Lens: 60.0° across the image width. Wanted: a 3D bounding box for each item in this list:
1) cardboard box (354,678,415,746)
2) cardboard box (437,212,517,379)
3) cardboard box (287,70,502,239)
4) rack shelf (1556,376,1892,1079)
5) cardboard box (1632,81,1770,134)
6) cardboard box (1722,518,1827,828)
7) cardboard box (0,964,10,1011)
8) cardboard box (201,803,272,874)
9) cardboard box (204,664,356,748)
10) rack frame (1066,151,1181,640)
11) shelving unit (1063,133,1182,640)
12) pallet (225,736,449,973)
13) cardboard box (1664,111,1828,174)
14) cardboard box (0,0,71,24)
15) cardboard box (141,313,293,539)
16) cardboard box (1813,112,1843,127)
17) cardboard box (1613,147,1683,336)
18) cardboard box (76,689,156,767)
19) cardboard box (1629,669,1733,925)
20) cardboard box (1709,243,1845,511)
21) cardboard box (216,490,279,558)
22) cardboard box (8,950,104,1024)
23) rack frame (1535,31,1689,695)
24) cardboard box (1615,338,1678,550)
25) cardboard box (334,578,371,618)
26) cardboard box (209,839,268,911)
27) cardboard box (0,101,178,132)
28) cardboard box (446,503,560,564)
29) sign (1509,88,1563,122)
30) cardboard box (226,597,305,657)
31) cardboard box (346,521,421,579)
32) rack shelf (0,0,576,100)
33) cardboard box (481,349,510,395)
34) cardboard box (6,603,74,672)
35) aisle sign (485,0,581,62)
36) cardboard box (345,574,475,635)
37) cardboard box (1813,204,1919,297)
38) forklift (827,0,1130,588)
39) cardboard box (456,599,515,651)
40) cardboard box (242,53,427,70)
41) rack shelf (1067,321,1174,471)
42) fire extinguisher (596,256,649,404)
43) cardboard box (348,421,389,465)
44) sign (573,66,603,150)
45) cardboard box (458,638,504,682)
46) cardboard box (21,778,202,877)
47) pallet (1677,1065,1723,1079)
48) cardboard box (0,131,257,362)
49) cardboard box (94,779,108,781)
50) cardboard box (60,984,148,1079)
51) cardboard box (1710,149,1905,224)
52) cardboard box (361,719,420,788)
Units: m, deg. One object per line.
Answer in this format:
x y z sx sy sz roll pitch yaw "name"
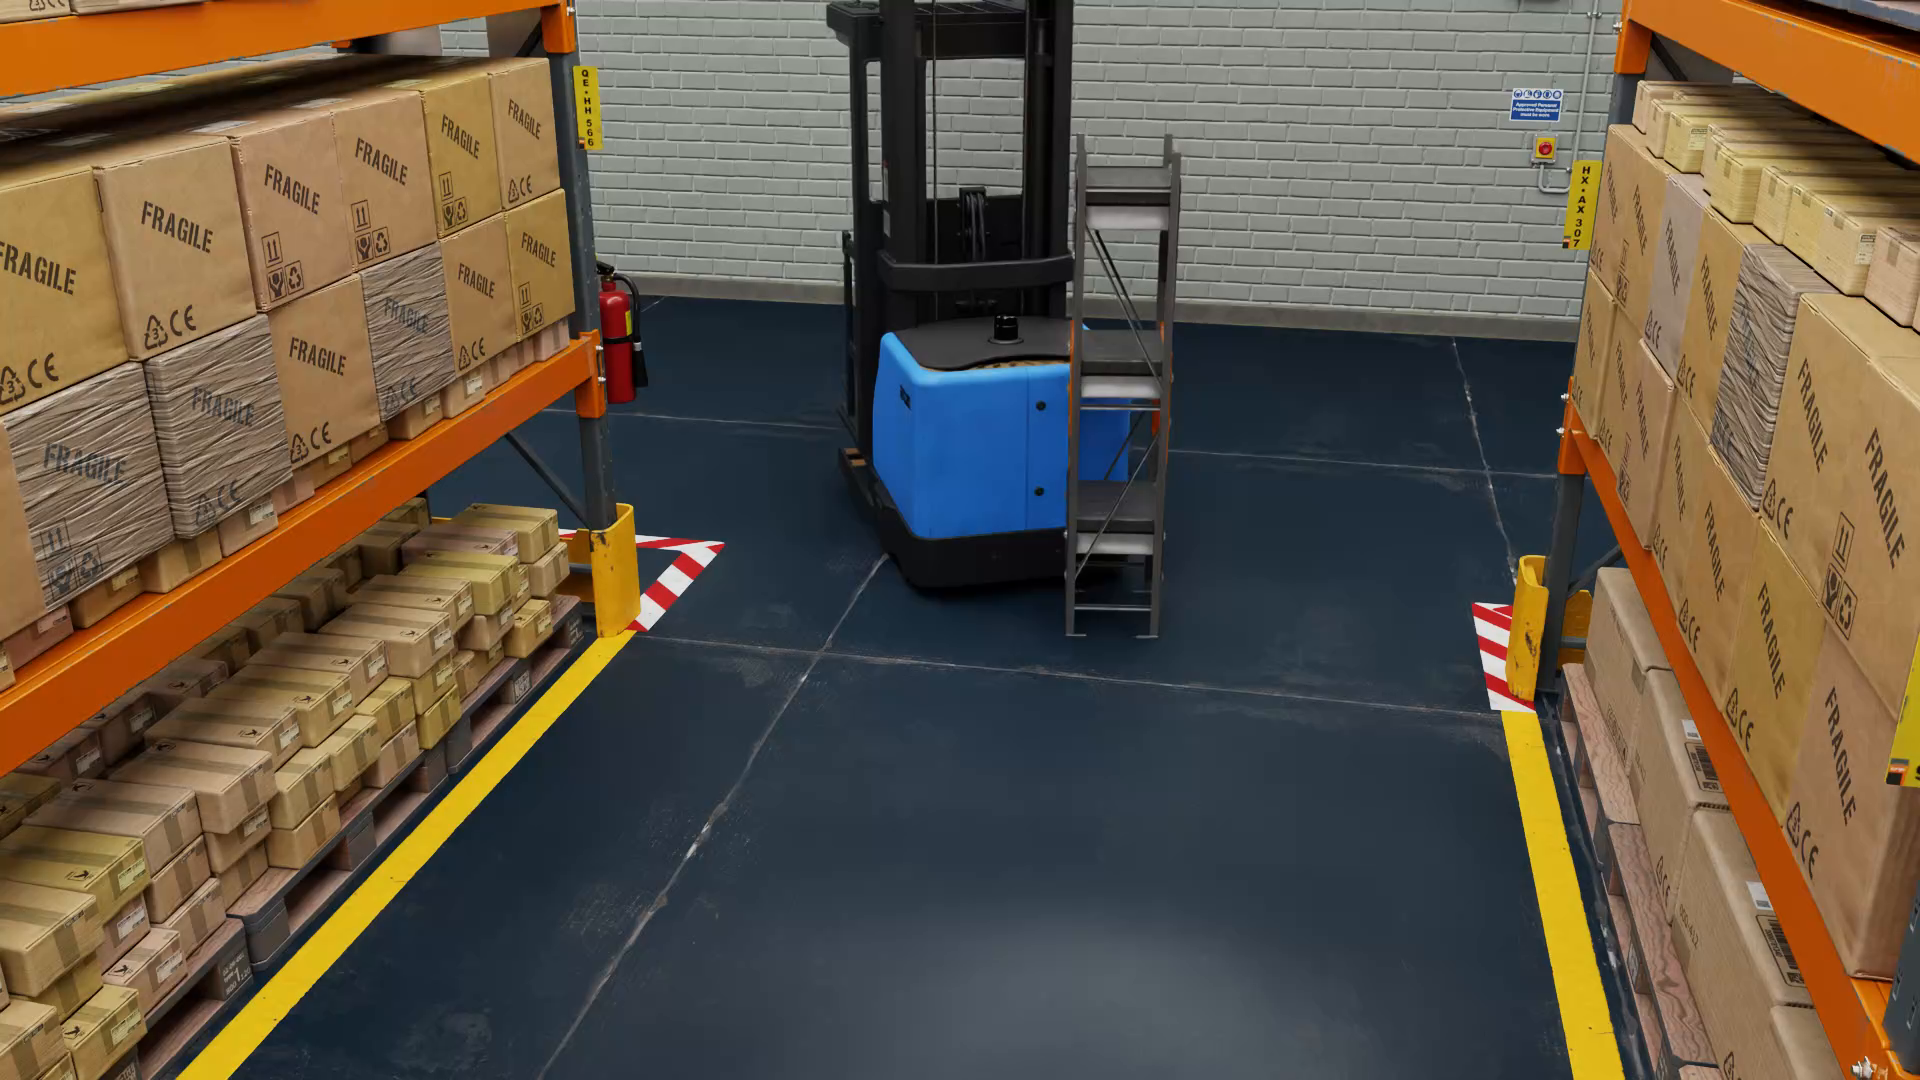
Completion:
-2.123 0.584 5.745 0.380 0.149 0.250 6 23 14 "cardboard box"
-1.977 -0.906 6.056 0.500 0.500 0.500 4 22 10 "cardboard box"
-1.980 -1.370 5.870 0.500 0.500 0.500 4 22 9 "cardboard box"
2.431 0.312 4.527 1.077 0.370 4.000 4 22 11 "rack shelf"
2.496 -1.456 5.612 0.380 0.149 0.250 5 22 12 "cardboard box"
1.967 0.286 3.495 0.500 0.500 0.500 4 22 10 "cardboard box"
-2.570 1.111 4.038 0.380 0.149 0.250 5 23 13 "cardboard box"
-2.341 0.862 5.053 0.380 0.149 0.250 6 23 13 "cardboard box"
-2.226 0.541 5.452 0.380 0.149 0.250 5 22 11 "cardboard box"
0.664 -0.545 6.896 0.400 2.100 0.015 1 22 3 "rack frame"
0.676 -0.636 7.122 0.431 2.100 0.503 1 22 3 "shelving unit"
-2.494 0.967 5.670 1.003 0.211 1.213 4 22 11 "pallet"
2.311 -1.170 4.904 0.380 0.149 0.250 4 22 9 "cardboard box"
-2.397 -1.286 3.716 0.500 0.250 0.500 4 22 10 "cardboard box"
-2.263 -0.340 4.651 0.500 0.500 0.500 4 22 10 "cardboard box"
2.934 -1.323 5.283 0.380 0.149 0.250 5 22 12 "cardboard box"
2.364 -0.920 5.151 0.500 0.500 0.500 4 22 9 "cardboard box"
-2.831 0.588 5.335 0.380 0.149 0.250 4 22 9 "cardboard box"
2.624 0.825 5.158 0.875 0.438 0.875 5 22 12 "cardboard box"
2.055 -0.366 3.775 0.500 0.500 0.500 5 22 12 "cardboard box"
-2.244 -0.078 4.869 0.380 0.149 0.250 5 23 13 "cardboard box"
-2.492 1.151 4.335 0.380 0.149 0.250 5 22 11 "cardboard box"
2.840 -0.753 6.209 1.000 3.000 0.127 4 22 11 "rack frame"
2.263 -0.274 4.885 0.500 0.500 0.500 4 22 11 "cardboard box"
-2.460 0.260 6.548 0.380 0.149 0.250 5 22 12 "cardboard box"
-2.377 0.998 5.114 0.380 0.149 0.250 4 22 9 "cardboard box"
-2.704 -1.038 5.044 0.500 0.500 0.500 4 22 9 "cardboard box"
-1.887 -0.029 6.868 0.380 0.149 0.250 5 22 12 "cardboard box"
3.933 -2.969 11.348 0.327 0.218 0.001 4 22 11 "sign"
-2.617 0.314 6.017 0.380 0.149 0.250 5 23 13 "cardboard box"
-2.405 0.034 6.712 0.380 0.149 0.250 5 22 12 "cardboard box"
-2.435 -1.420 4.812 1.077 0.370 4.000 4 22 11 "rack shelf"
-1.941 -0.655 6.302 0.380 0.149 0.250 4 22 10 "cardboard box"
-2.482 0.205 4.164 0.380 0.149 0.250 3 22 9 "cardboard box"
-1.718 -2.303 6.578 0.394 0.787 0.004 4 22 11 "aisle sign"
-2.038 0.253 6.168 0.380 0.149 0.250 4 22 9 "cardboard box"
2.045 -0.605 3.500 0.380 0.149 0.250 4 22 11 "cardboard box"
-0.050 -1.660 8.552 1.130 2.935 3.031 -5 23 -13 "forklift"
-1.960 0.301 6.447 0.380 0.149 0.250 4 22 9 "cardboard box"
-2.378 -1.598 6.435 0.500 0.500 0.500 4 22 11 "cardboard box"
0.676 -0.623 7.127 0.431 0.518 0.480 1 22 3 "rack shelf"
-1.524 -0.942 7.279 0.296 0.674 0.183 4 22 11 "fire extinguisher"
-2.166 -0.372 5.598 0.380 0.149 0.250 4 22 9 "cardboard box"
-1.488 -1.728 6.655 0.100 0.325 0.005 4 22 11 "sign"
-2.022 0.434 6.514 0.380 0.149 0.250 4 22 11 "cardboard box"
-2.422 0.821 4.757 0.380 0.149 0.250 4 22 10 "cardboard box"
2.255 1.731 3.773 1.003 0.211 1.213 4 22 11 "pallet"
-2.289 -0.798 4.449 0.500 0.500 0.500 5 22 12 "cardboard box"
-2.830 0.841 5.105 0.380 0.149 0.250 5 22 12 "cardboard box"
-2.400 1.291 4.387 0.380 0.149 0.250 5 22 13 "cardboard box"
2.138 -0.892 4.212 0.380 0.149 0.250 4 22 10 "cardboard box"
-2.126 0.722 5.800 0.380 0.149 0.250 5 22 12 "cardboard box"
